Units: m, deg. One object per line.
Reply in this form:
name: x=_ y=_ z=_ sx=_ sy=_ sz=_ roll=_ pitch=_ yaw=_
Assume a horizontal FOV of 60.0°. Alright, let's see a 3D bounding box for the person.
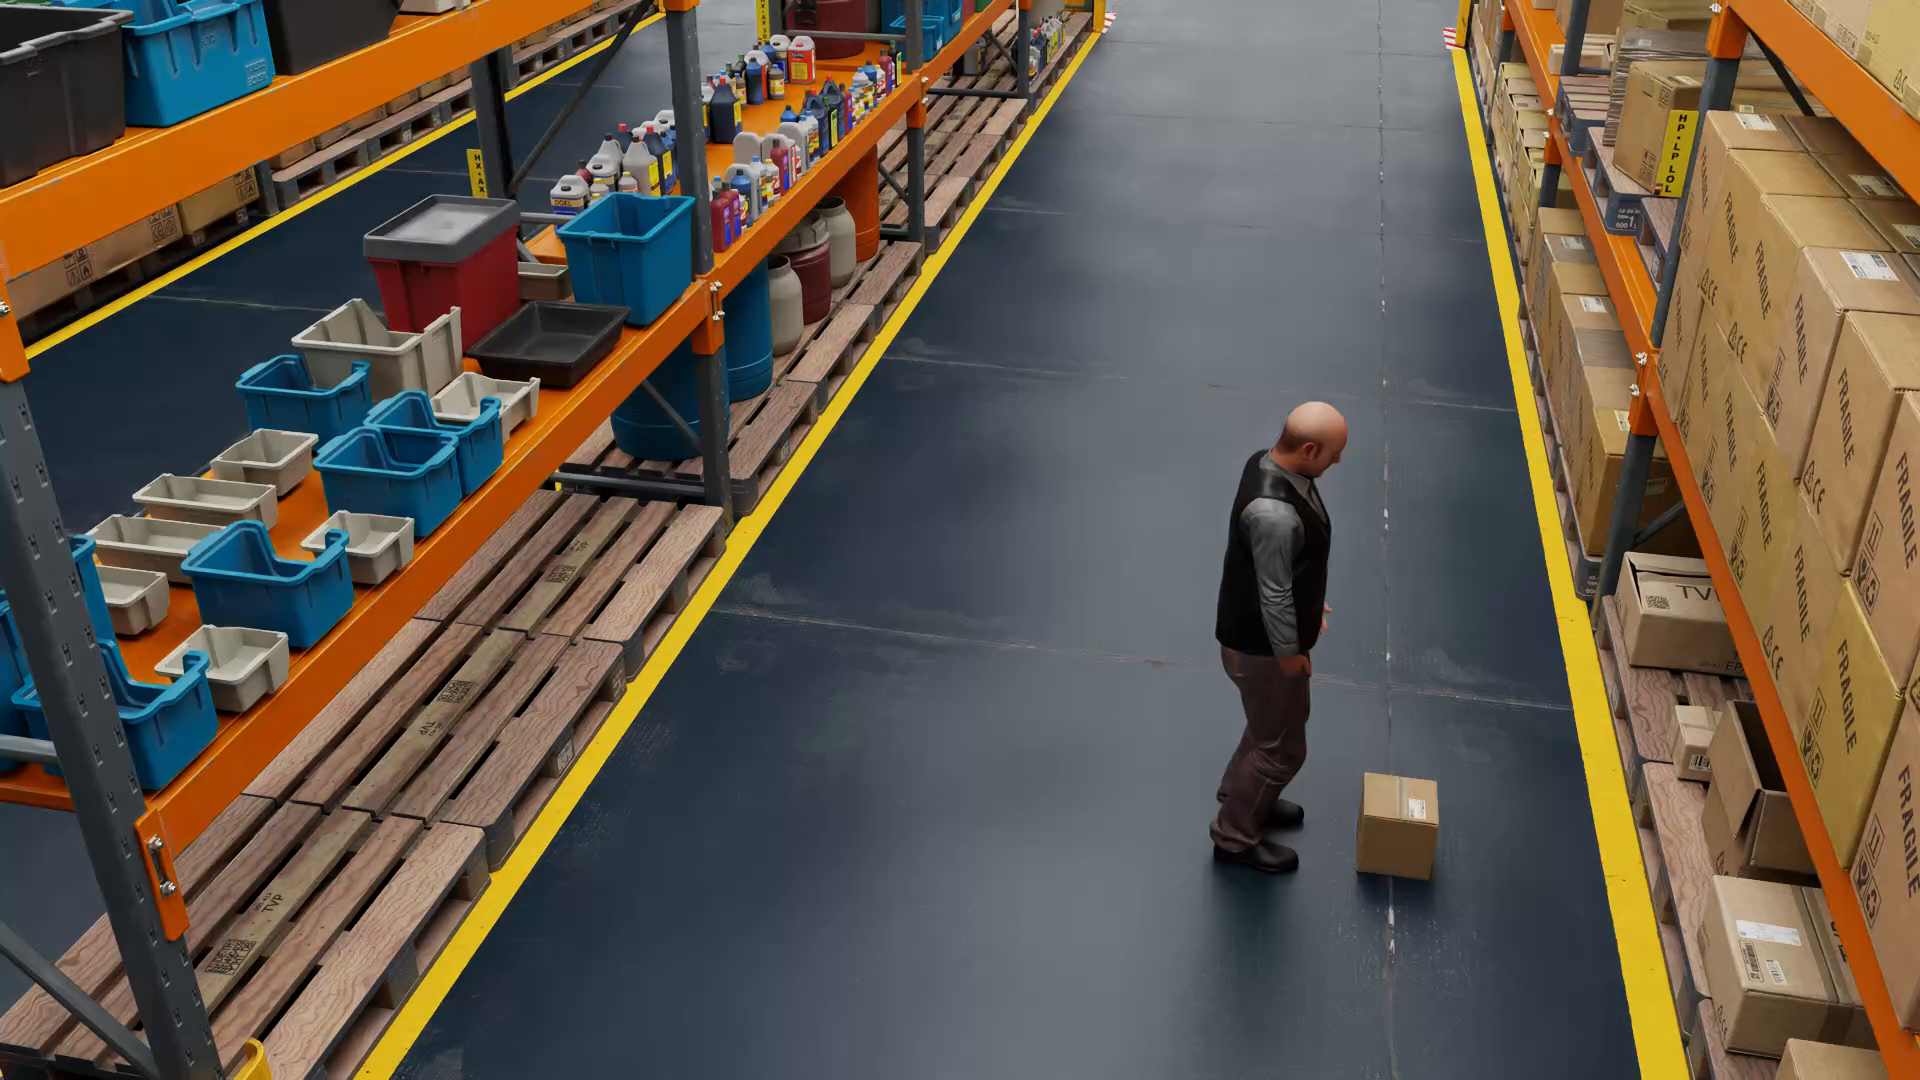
person: x=1.055 y=0.312 z=5.613 sx=0.378 sy=1.697 sz=0.546 roll=7 pitch=29 yaw=12
